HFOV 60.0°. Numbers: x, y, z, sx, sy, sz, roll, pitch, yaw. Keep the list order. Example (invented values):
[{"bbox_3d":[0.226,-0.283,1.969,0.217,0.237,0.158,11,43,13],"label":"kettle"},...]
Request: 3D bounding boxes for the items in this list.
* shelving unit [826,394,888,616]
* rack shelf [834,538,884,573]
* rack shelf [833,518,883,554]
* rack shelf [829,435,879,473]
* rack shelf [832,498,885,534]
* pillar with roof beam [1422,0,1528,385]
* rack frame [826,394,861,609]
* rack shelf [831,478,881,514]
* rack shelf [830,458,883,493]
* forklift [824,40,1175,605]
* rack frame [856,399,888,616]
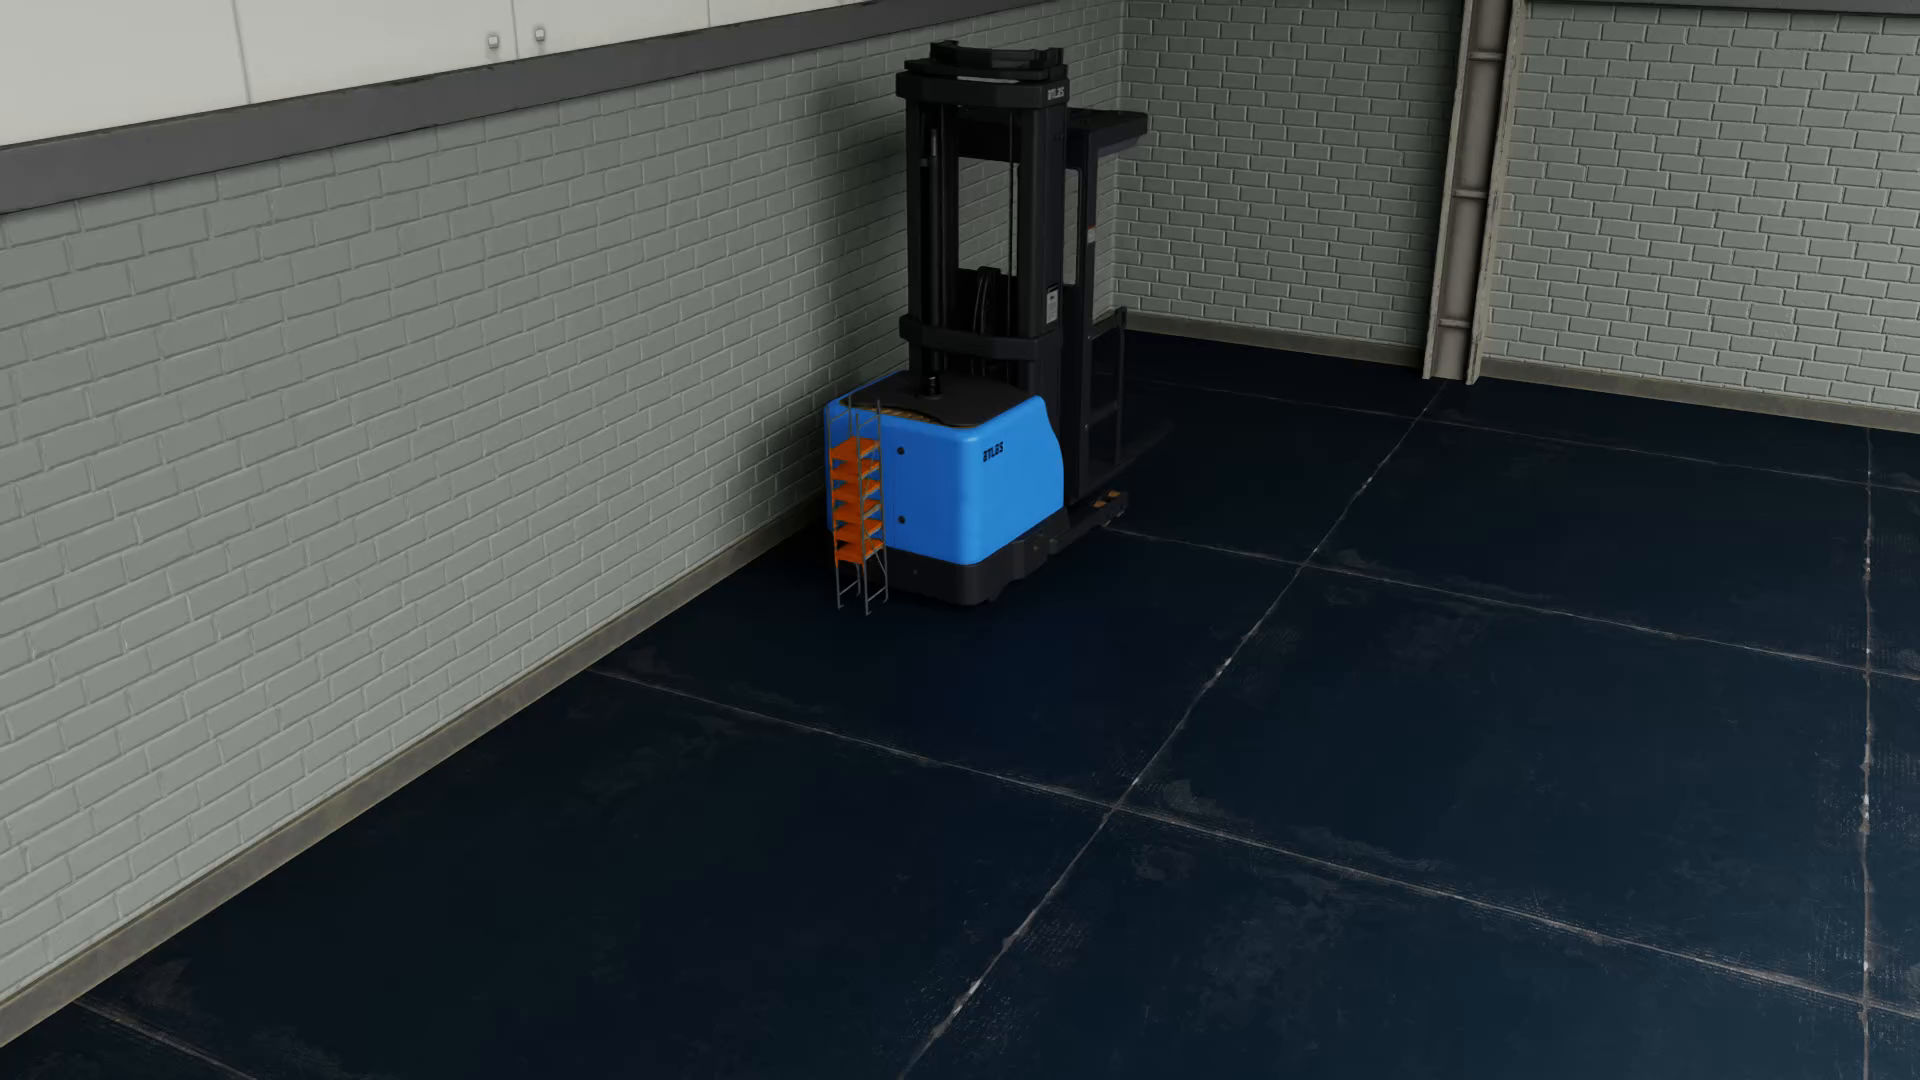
[{"bbox_3d":[-0.559,-0.184,9.136,0.189,1.200,0.258,12,28,26],"label":"shelving unit"},{"bbox_3d":[-0.553,0.074,9.256,0.180,0.103,0.258,12,28,26],"label":"rack shelf"},{"bbox_3d":[-0.556,-0.035,9.206,0.180,0.103,0.258,12,28,26],"label":"rack shelf"},{"bbox_3d":[-0.565,-0.470,9.002,0.180,0.103,0.258,12,28,26],"label":"rack shelf"},{"bbox_3d":[-0.558,-0.144,9.155,0.180,0.103,0.258,12,28,26],"label":"rack shelf"},{"bbox_3d":[1.994,-3.950,8.039,0.400,9.000,9.100,11,25,25],"label":"pillar with roof beam"},{"bbox_3d":[-0.640,-0.201,9.176,0.006,1.200,0.240,12,28,26],"label":"rack frame"},{"bbox_3d":[-0.561,-0.252,9.104,0.180,0.103,0.258,12,28,26],"label":"rack shelf"},{"bbox_3d":[-0.563,-0.361,9.053,0.180,0.103,0.258,12,28,26],"label":"rack shelf"},{"bbox_3d":[0.418,-1.516,10.070,1.130,2.935,3.031,14,27,29],"label":"forklift"},{"bbox_3d":[-0.478,-0.167,9.096,0.006,1.200,0.240,12,28,26],"label":"rack frame"}]
